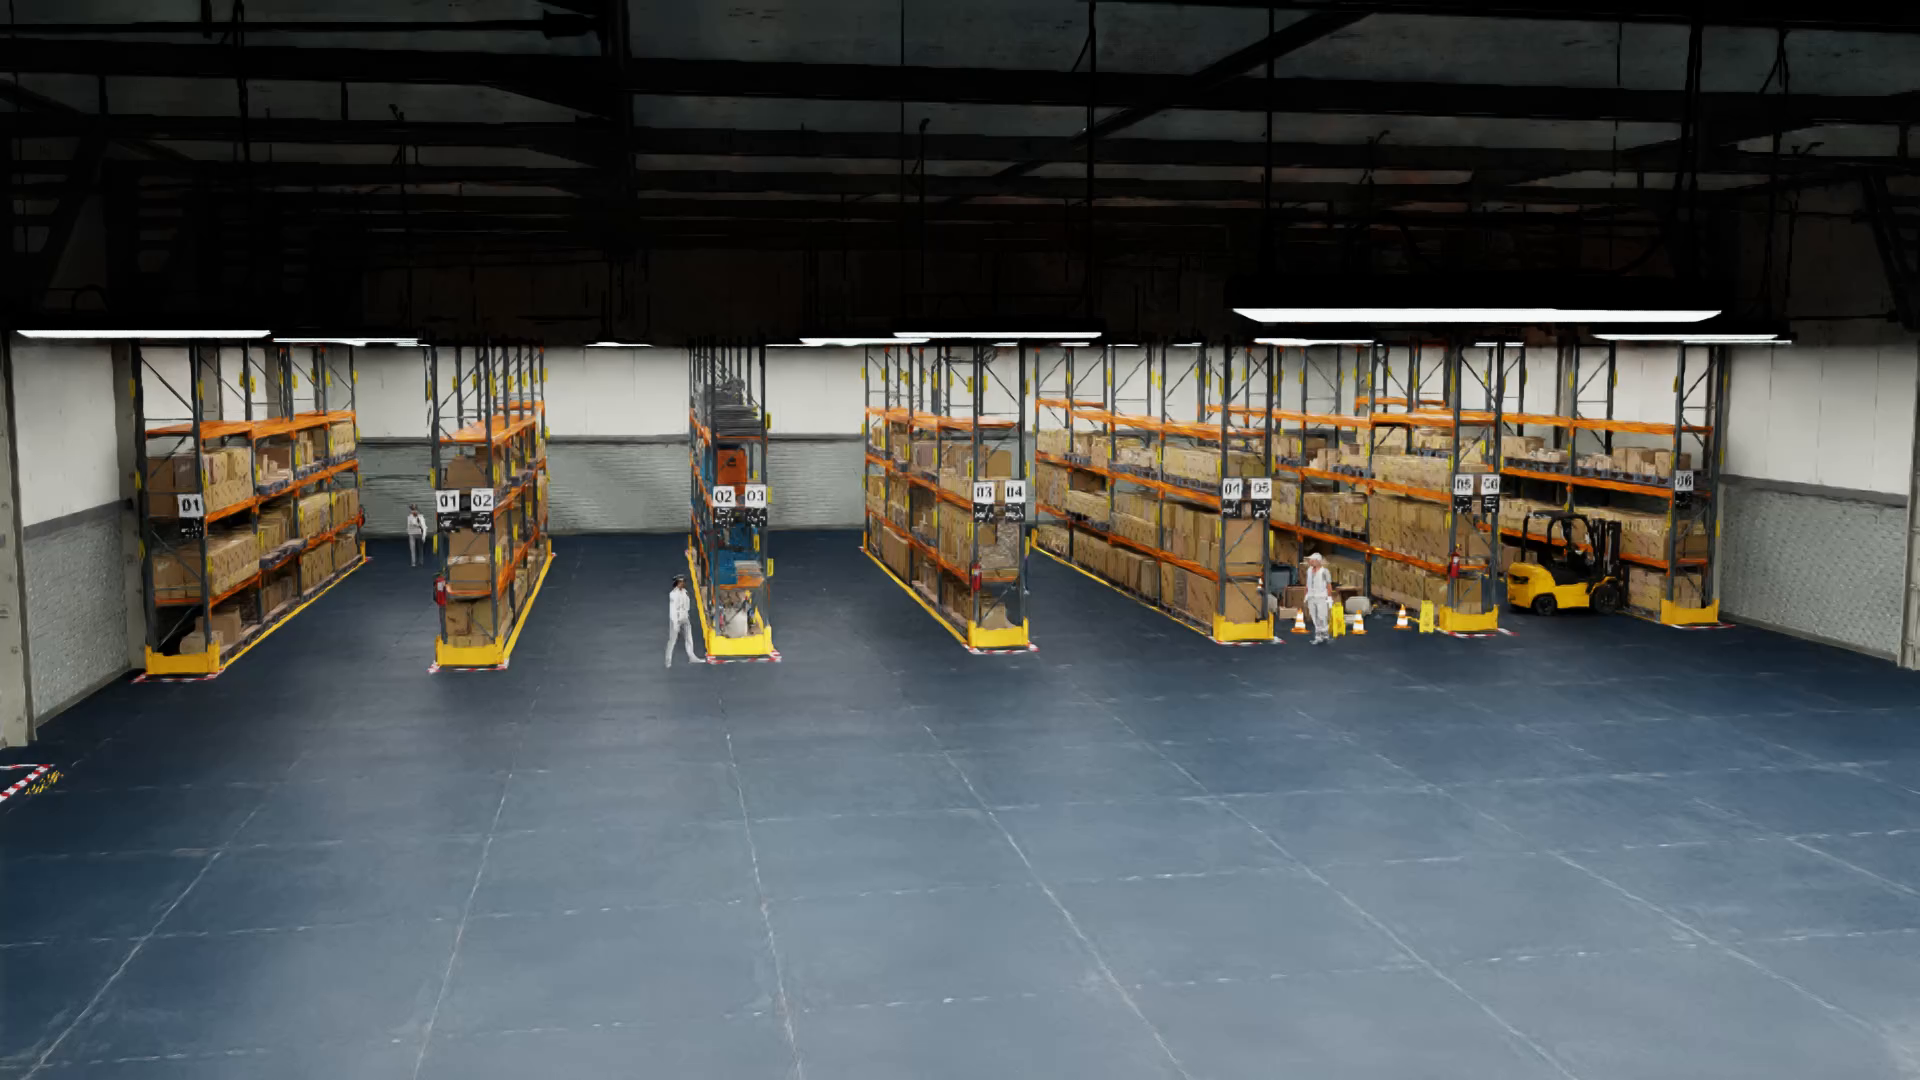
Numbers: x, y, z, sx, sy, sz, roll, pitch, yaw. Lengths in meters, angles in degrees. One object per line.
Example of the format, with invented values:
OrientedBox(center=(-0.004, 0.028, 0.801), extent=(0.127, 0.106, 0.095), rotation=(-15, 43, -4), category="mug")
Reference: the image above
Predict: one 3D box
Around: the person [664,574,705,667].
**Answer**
OrientedBox(center=(-5.040, 1.437, 30.114), extent=(0.553, 1.672, 0.685), rotation=(4, 7, 28), category="person")

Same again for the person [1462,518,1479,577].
OrientedBox(center=(12.416, 0.228, 40.618), extent=(0.580, 1.666, 0.576), rotation=(2, 7, 15), category="person")

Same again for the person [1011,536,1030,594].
OrientedBox(center=(1.307, 0.423, 37.136), extent=(0.417, 1.516, 1.027), rotation=(-1, 7, -8), category="person")

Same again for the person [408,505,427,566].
OrientedBox(center=(-14.383, -0.135, 44.062), extent=(0.502, 1.621, 0.997), rotation=(-1, 7, -11), category="person")

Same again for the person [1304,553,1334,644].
OrientedBox(center=(6.979, 1.134, 32.287), extent=(0.628, 1.782, 0.399), rotation=(6, 9, 42), category="person")
